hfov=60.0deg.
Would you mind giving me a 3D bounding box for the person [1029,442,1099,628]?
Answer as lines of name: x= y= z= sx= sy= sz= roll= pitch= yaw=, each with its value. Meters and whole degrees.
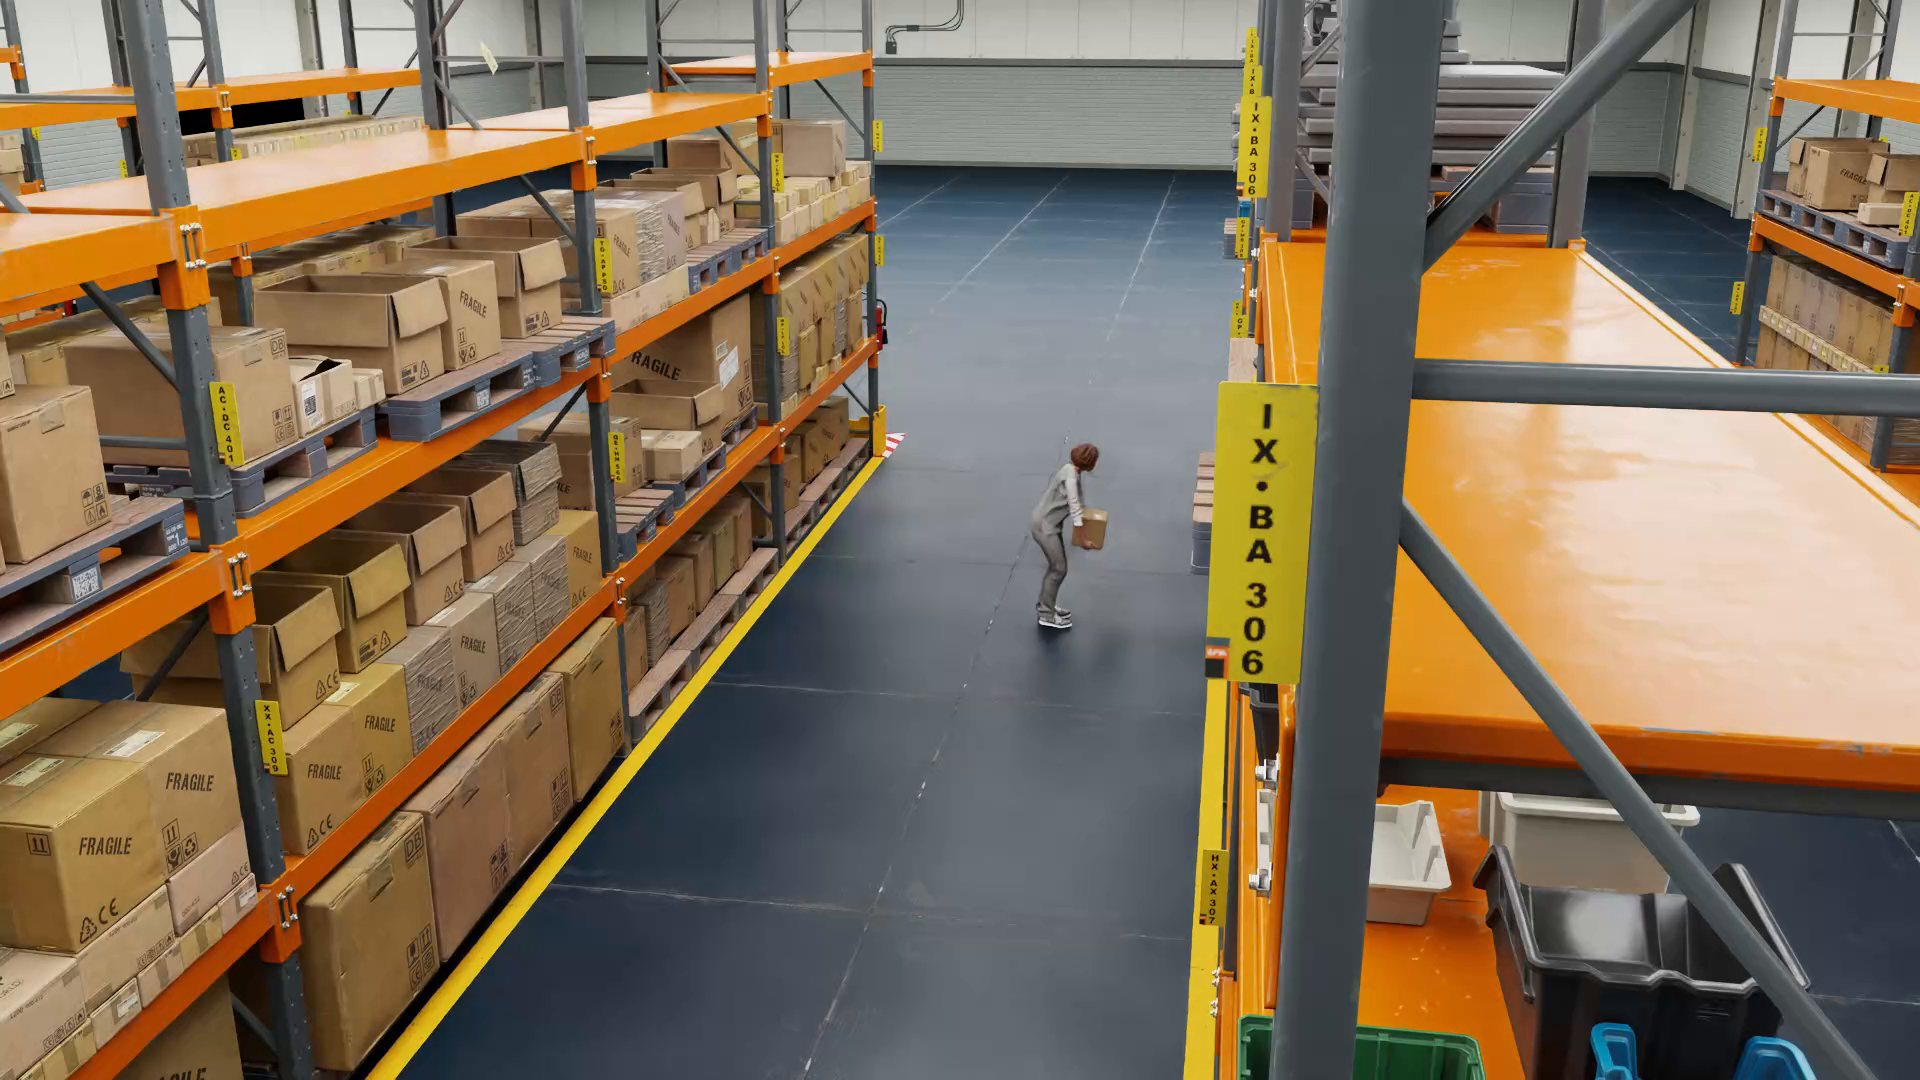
person: x=0.828 y=-0.043 z=13.352 sx=0.558 sy=1.510 sz=0.372 roll=3 pitch=18 yaw=8
